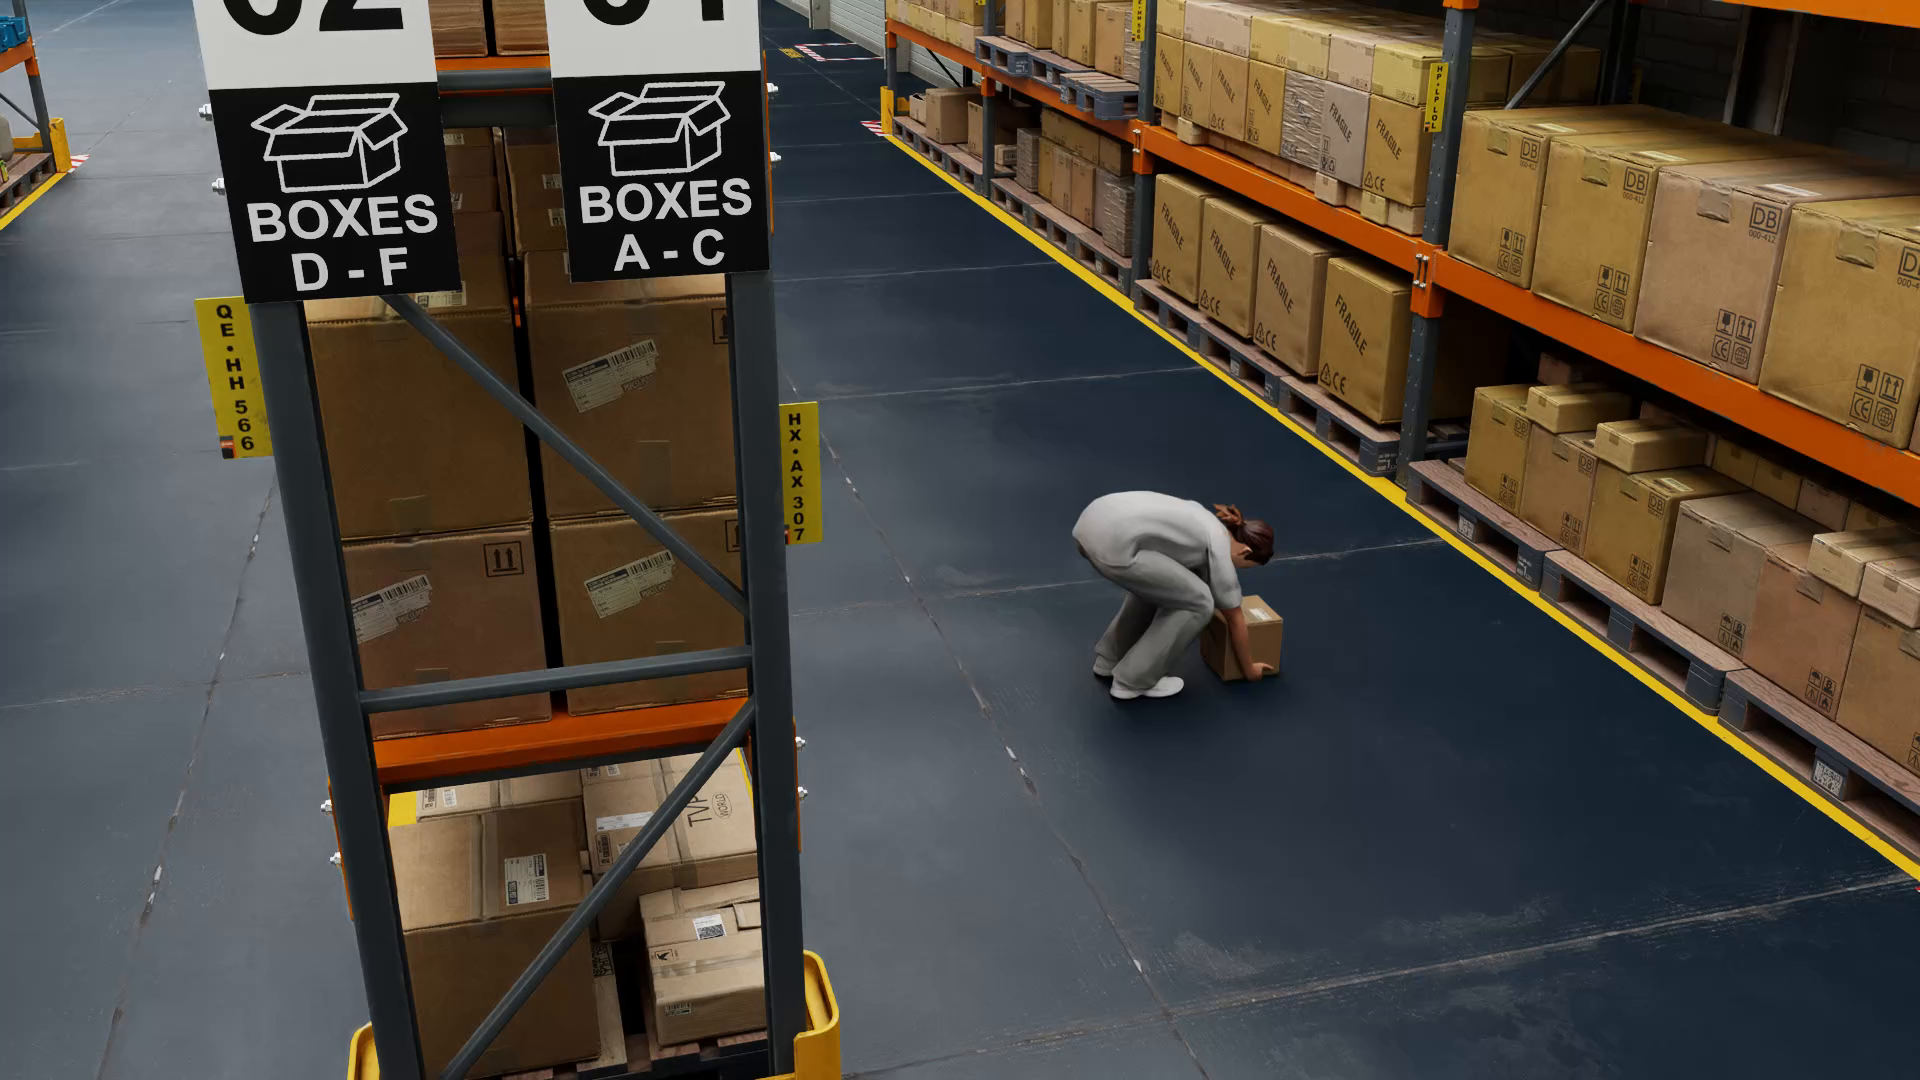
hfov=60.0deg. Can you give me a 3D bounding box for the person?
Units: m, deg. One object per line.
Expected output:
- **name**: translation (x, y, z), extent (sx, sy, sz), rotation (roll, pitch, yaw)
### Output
- **person**: translation (0.872, 0.190, 6.747), extent (0.857, 0.837, 0.476), rotation (-7, 24, -17)
